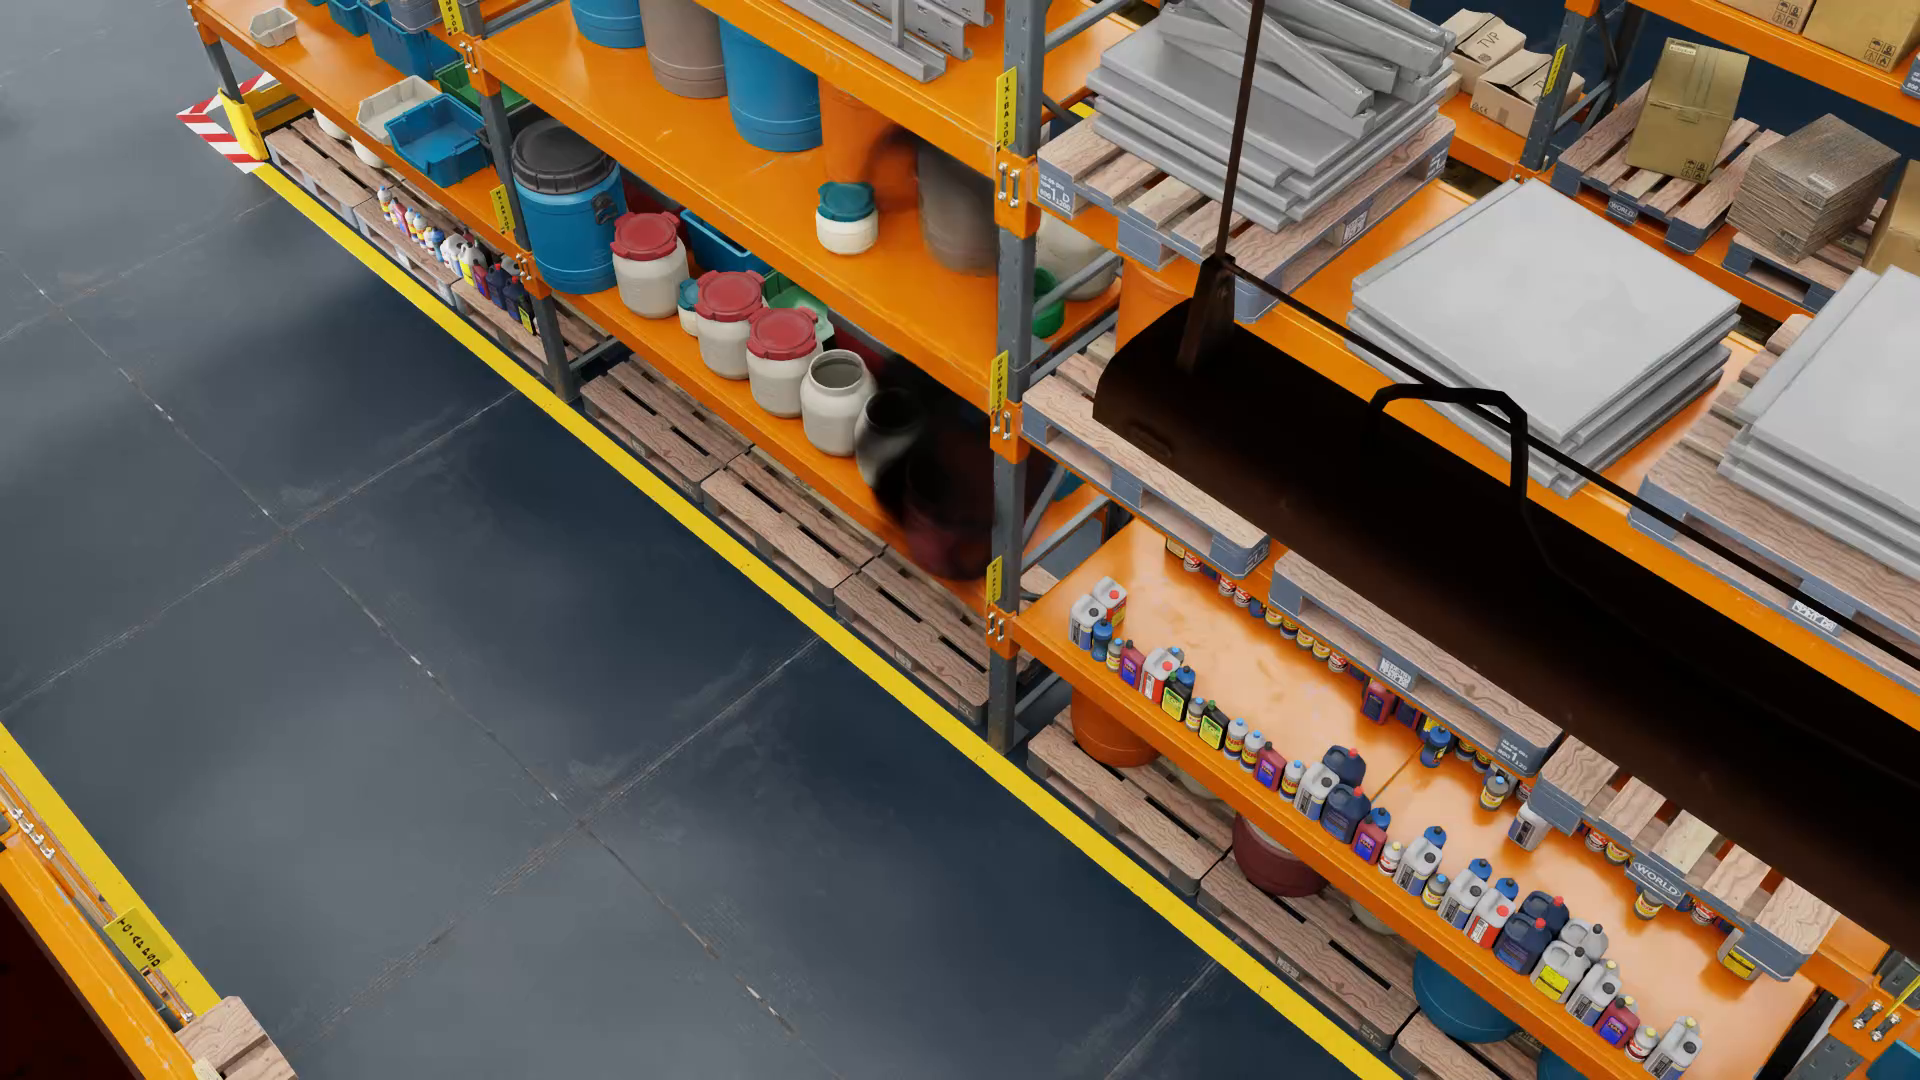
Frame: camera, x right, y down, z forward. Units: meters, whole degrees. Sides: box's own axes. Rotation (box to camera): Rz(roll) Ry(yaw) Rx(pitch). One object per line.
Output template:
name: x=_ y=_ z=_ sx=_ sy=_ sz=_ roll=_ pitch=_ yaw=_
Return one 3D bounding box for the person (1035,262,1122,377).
person: x=0.787 y=-1.543 z=10.210 sx=0.697 sy=1.704 sz=0.669 roll=32 pitch=57 yaw=24
